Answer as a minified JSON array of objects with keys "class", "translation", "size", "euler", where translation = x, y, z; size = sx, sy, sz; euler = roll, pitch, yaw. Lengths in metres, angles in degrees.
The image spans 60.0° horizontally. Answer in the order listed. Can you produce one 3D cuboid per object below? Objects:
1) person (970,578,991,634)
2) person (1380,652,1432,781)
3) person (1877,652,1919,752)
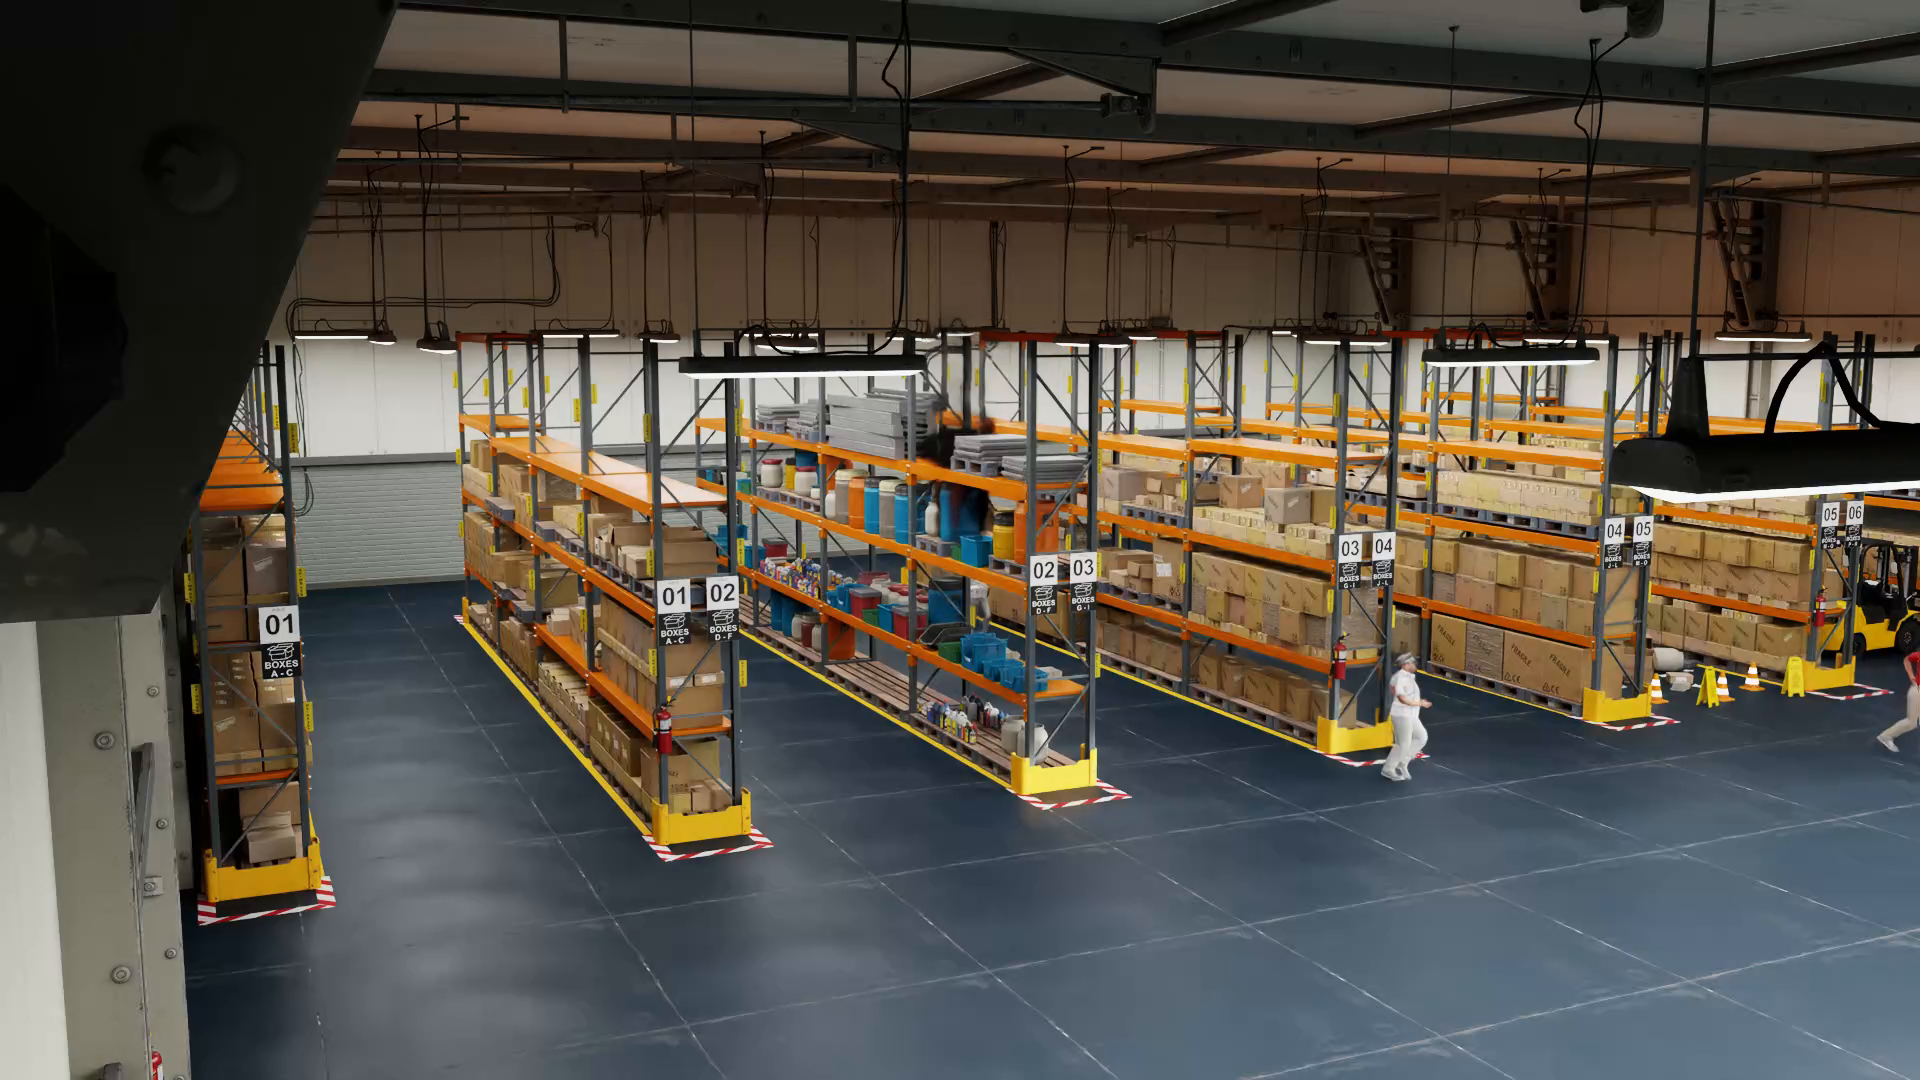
[{"class":"person","translation":[0.358,1.160,32.254],"size":[0.594,1.753,0.753],"euler":[-3,8,-23]},{"class":"person","translation":[6.127,2.408,22.759],"size":[0.645,1.792,0.665],"euler":[3,8,20]},{"class":"person","translation":[13.760,2.301,23.903],"size":[0.952,1.791,0.677],"euler":[3,8,23]}]
